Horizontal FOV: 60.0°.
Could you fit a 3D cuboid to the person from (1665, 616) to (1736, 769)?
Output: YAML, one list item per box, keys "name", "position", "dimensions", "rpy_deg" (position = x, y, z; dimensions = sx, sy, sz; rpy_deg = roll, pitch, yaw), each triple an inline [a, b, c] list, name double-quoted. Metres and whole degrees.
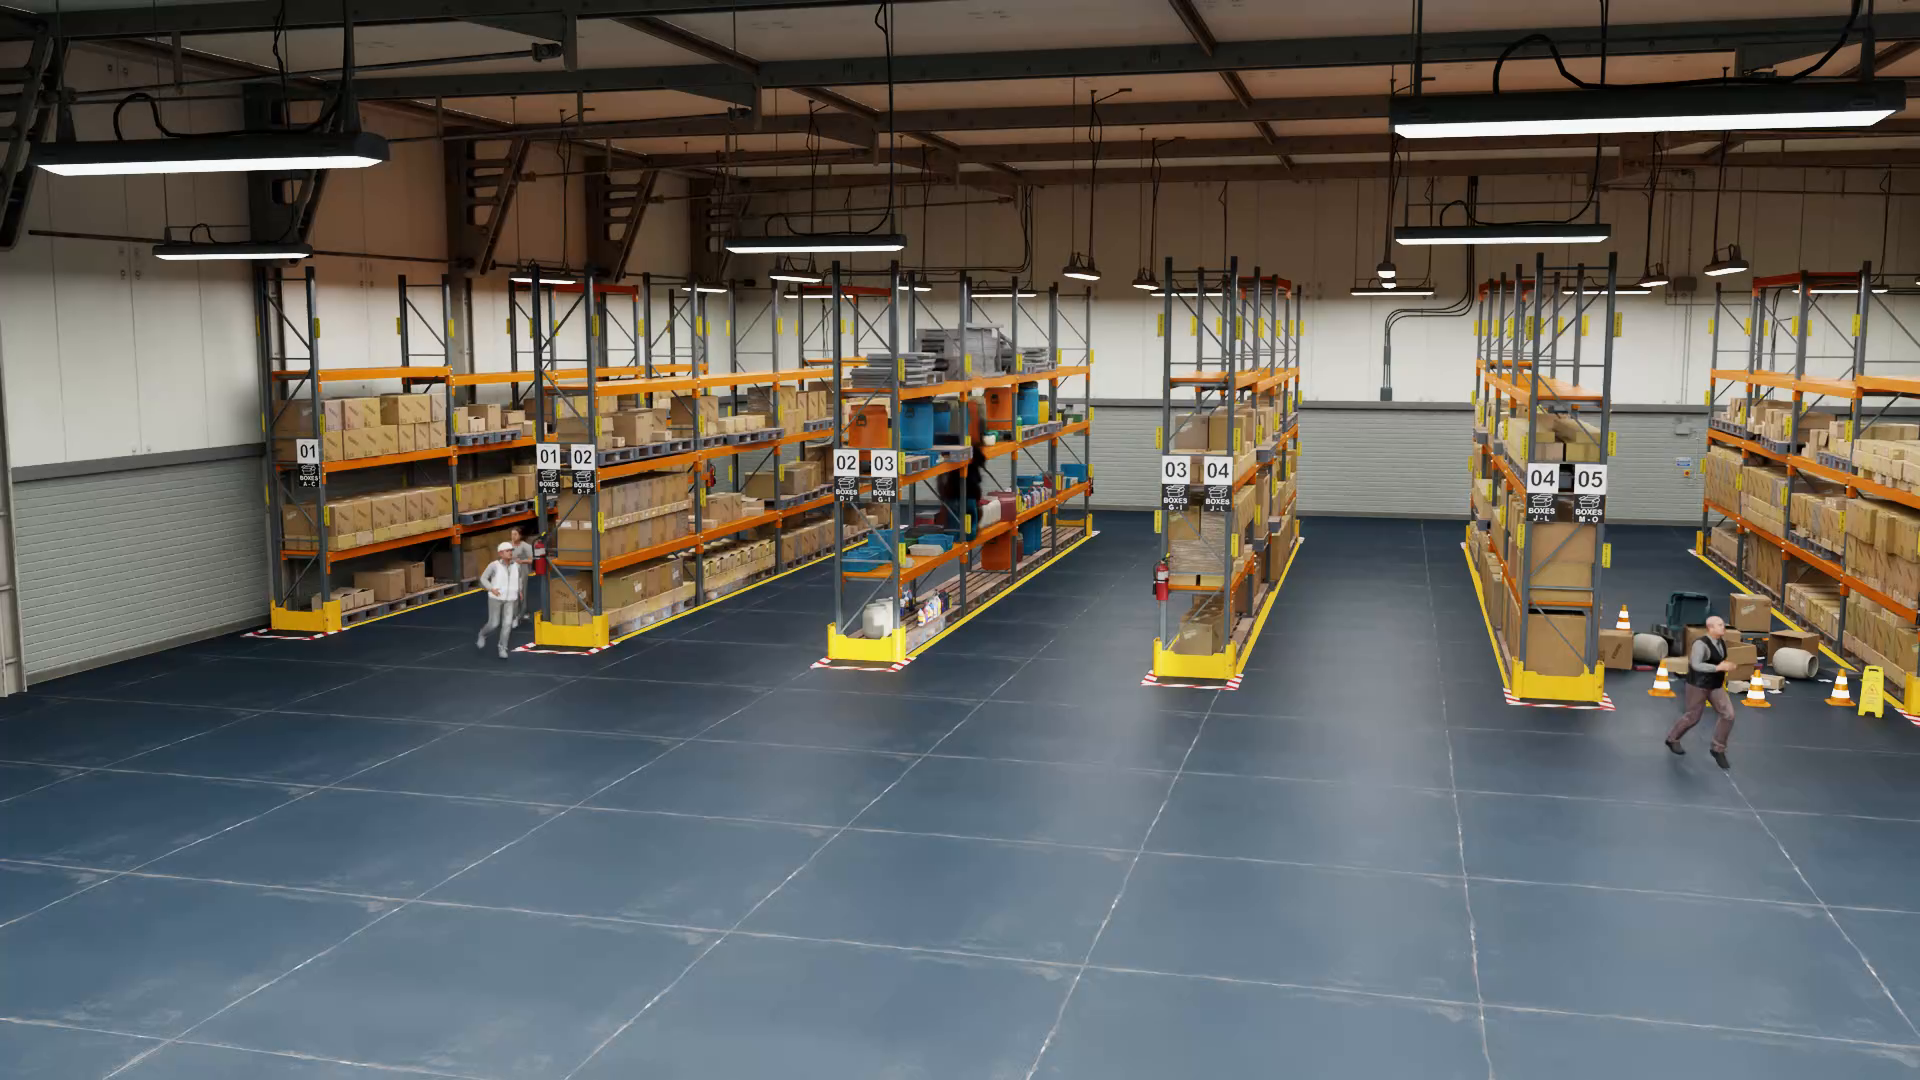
- name: "person"
  position: [8.576, 1.732, 19.222]
  dimensions: [0.678, 1.765, 0.854]
  rpy_deg: [-5, 9, -32]

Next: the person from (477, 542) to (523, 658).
- name: "person"
  position: [-7.010, 0.898, 25.618]
  dimensions: [0.714, 1.729, 0.894]
  rpy_deg: [-5, 9, -36]

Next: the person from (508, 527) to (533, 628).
- name: "person"
  position: [-7.475, 0.612, 28.202]
  dimensions: [0.586, 1.694, 0.833]
  rpy_deg: [1, 7, 5]
